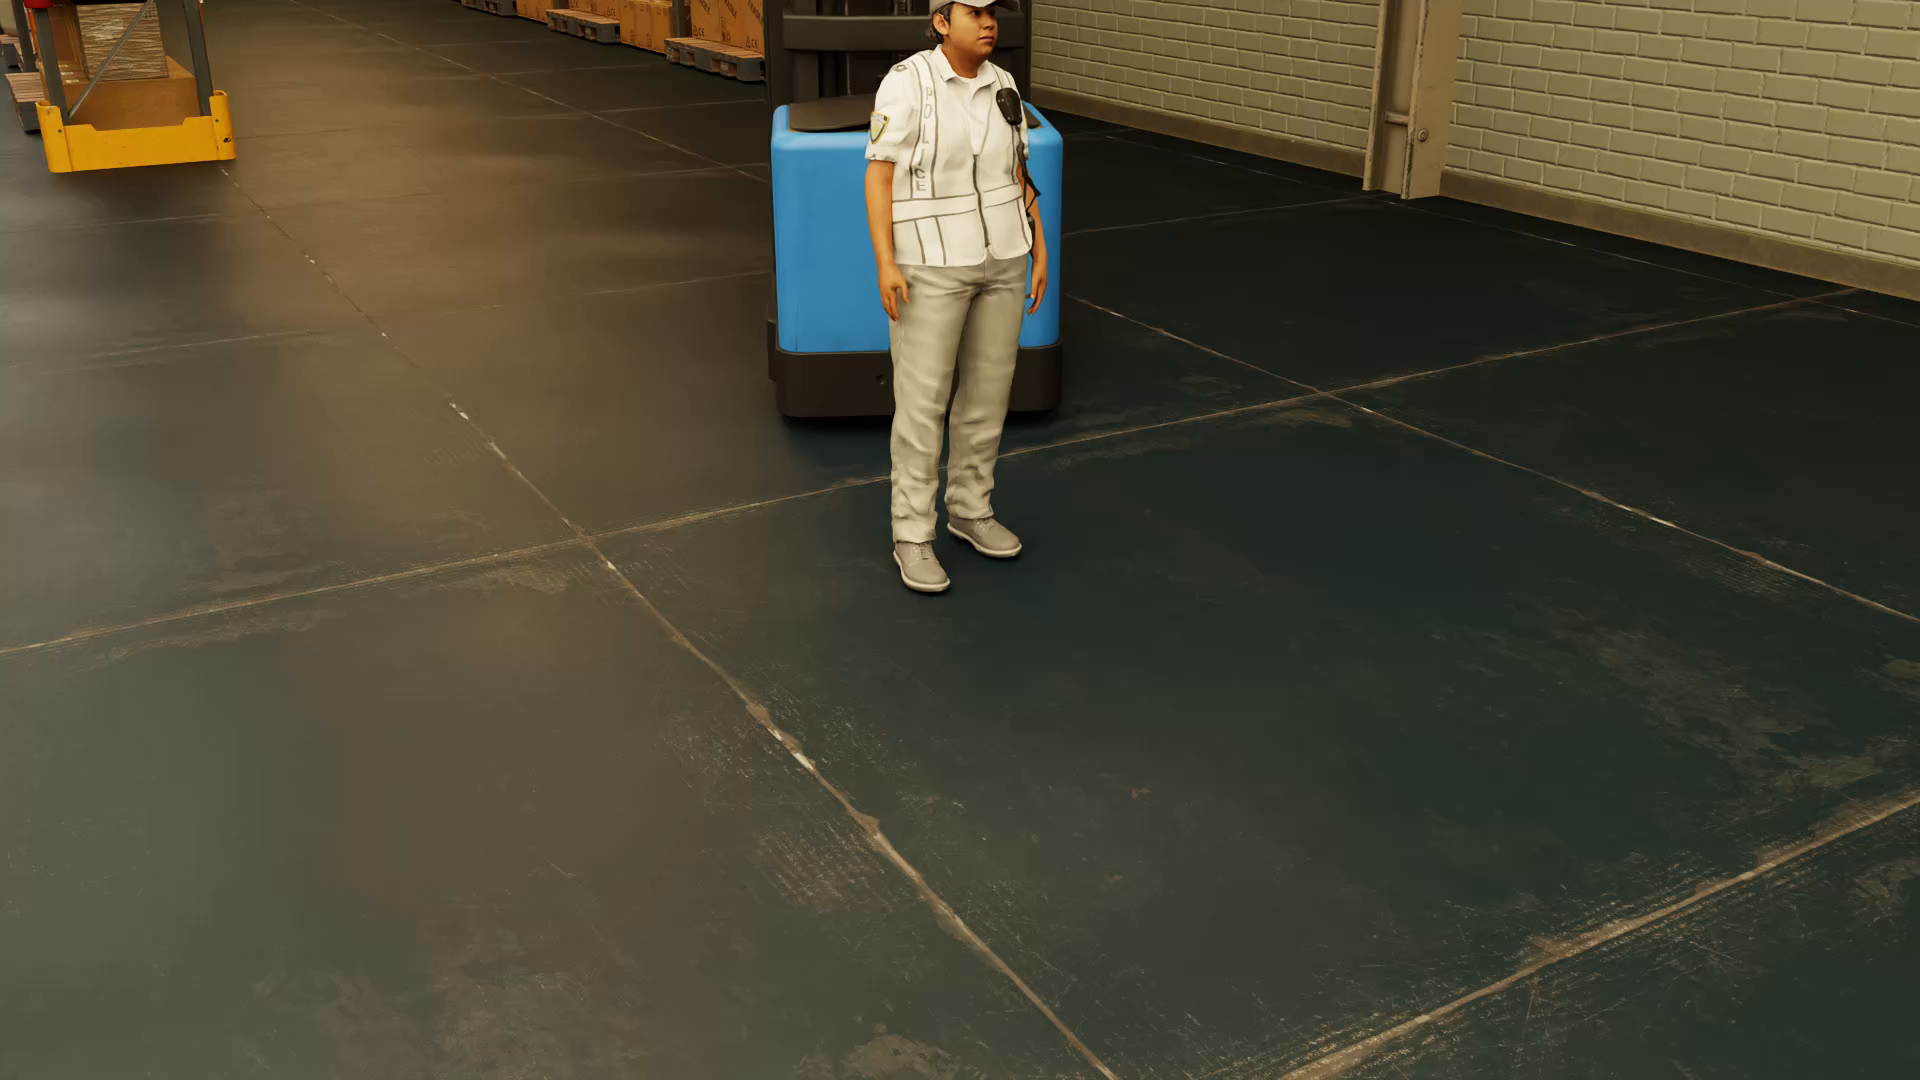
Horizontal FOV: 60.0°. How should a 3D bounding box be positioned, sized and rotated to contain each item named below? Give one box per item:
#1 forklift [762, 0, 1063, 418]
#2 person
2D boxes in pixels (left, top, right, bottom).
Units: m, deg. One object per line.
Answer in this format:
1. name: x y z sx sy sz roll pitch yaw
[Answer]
1. forklift: -0.278 -2.320 6.927 1.130 2.935 3.031 -2 22 -5
2. person: 0.018 -0.748 4.743 0.597 1.670 0.529 -12 25 -28
